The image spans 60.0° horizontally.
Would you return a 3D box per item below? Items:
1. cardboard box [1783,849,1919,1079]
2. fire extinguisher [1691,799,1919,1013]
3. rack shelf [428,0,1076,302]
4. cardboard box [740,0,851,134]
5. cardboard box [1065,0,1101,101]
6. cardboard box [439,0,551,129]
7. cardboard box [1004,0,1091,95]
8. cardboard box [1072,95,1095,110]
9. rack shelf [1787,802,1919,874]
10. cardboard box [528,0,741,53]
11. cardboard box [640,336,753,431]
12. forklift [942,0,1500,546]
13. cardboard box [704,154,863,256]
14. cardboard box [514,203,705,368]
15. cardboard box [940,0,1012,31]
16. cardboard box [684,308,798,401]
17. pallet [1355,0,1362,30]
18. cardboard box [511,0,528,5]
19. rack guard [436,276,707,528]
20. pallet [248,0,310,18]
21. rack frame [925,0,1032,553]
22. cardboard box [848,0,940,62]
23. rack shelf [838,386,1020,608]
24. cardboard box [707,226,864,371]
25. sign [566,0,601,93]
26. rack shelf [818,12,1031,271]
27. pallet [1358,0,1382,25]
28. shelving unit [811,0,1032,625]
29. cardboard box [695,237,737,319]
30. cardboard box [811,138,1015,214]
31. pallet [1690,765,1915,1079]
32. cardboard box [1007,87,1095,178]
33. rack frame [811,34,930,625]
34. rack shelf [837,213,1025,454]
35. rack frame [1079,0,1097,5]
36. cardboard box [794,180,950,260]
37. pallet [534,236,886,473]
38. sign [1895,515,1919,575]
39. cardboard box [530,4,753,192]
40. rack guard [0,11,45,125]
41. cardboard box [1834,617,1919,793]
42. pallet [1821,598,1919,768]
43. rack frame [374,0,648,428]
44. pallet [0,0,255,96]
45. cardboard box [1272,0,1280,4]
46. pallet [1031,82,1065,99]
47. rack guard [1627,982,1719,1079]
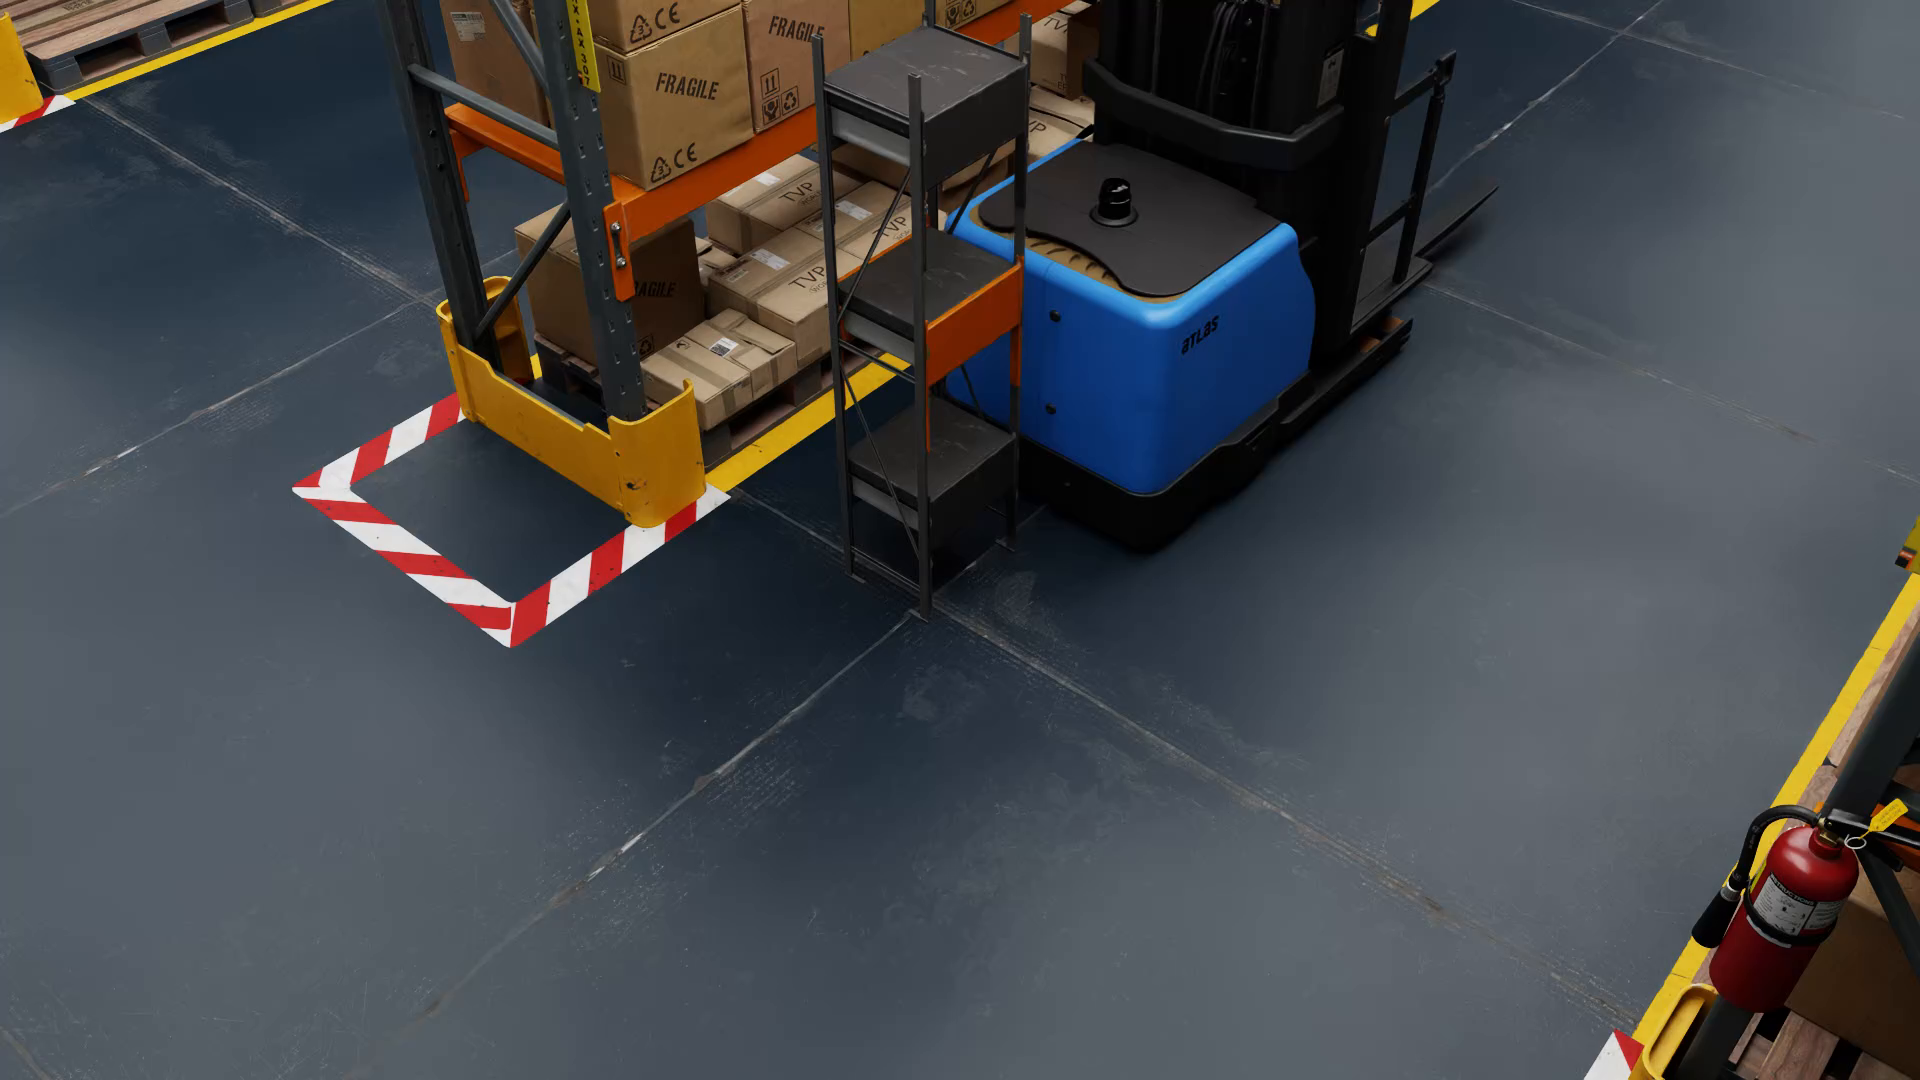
[{"bbox_3d":[2.603,1.071,4.389,0.700,0.500,0.500,29,50,28],"label":"cardboard box"},{"bbox_3d":[1.779,0.749,3.531,0.296,0.674,0.183,29,50,28],"label":"fire extinguisher"},{"bbox_3d":[-0.278,-2.202,6.976,1.077,0.370,4.000,29,50,28],"label":"rack shelf"},{"bbox_3d":[-0.750,-1.857,5.989,0.500,0.500,0.500,29,50,28],"label":"cardboard box"},{"bbox_3d":[0.860,-2.319,8.102,0.500,0.500,0.500,29,50,28],"label":"cardboard box"},{"bbox_3d":[-1.485,-1.823,5.951,0.500,0.500,0.500,31,51,30],"label":"cardboard box"},{"bbox_3d":[0.574,-2.543,8.489,0.500,0.311,0.500,29,50,28],"label":"cardboard box"},{"bbox_3d":[0.664,-1.970,7.979,0.380,0.149,0.250,29,50,28],"label":"cardboard box"},{"bbox_3d":[3.516,-0.059,4.620,1.077,0.370,4.000,29,50,28],"label":"rack shelf"},{"bbox_3d":[-1.078,-1.959,5.357,0.500,0.500,0.500,31,51,30],"label":"cardboard box"},{"bbox_3d":[-1.032,-0.613,6.486,0.380,0.149,0.250,29,50,28],"label":"cardboard box"},{"bbox_3d":[1.277,-1.979,6.248,1.130,2.935,3.031,30,50,29],"label":"forklift"},{"bbox_3d":[-0.769,-1.446,7.328,0.500,0.250,0.500,29,50,28],"label":"cardboard box"},{"bbox_3d":[-1.404,-1.062,6.720,0.500,0.500,0.500,29,50,28],"label":"cardboard box"},{"bbox_3d":[-0.101,-2.371,6.554,0.500,0.500,0.500,30,50,29],"label":"cardboard box"},{"bbox_3d":[-0.872,-0.748,6.622,0.380,0.166,0.250,29,50,28],"label":"cardboard box"},{"bbox_3d":[1.504,-2.901,9.284,1.003,0.211,1.213,29,50,28],"label":"pallet"},{"bbox_3d":[-1.489,-2.193,5.615,0.500,0.500,0.500,29,50,28],"label":"cardboard box"},{"bbox_3d":[-1.516,-0.552,6.486,1.175,0.500,0.348,29,50,28],"label":"rack guard"},{"bbox_3d":[-4.008,-3.586,10.037,1.003,0.211,1.213,29,50,28],"label":"pallet"},{"bbox_3d":[0.050,-0.817,5.588,0.400,2.100,0.015,29,50,28],"label":"rack frame"},{"bbox_3d":[-0.424,-2.114,6.271,0.500,0.500,0.500,29,50,28],"label":"cardboard box"},{"bbox_3d":[-0.107,-0.164,5.930,0.431,0.518,0.480,29,50,28],"label":"rack shelf"},{"bbox_3d":[-0.676,-0.998,6.835,0.500,0.250,0.500,29,50,28],"label":"cardboard box"},{"bbox_3d":[-1.150,-1.523,5.052,0.100,0.325,0.005,29,50,28],"label":"sign"},{"bbox_3d":[-0.107,-1.199,4.988,0.431,0.518,0.480,29,50,28],"label":"rack shelf"},{"bbox_3d":[2.289,-3.532,9.978,1.003,0.211,1.213,29,50,28],"label":"pallet"},{"bbox_3d":[-0.107,-0.692,5.450,0.431,2.100,0.503,29,50,28],"label":"shelving unit"},{"bbox_3d":[-1.074,-1.109,7.019,0.380,0.166,0.250,29,50,28],"label":"cardboard box"},{"bbox_3d":[-0.196,-1.767,7.492,0.797,0.503,0.637,29,50,28],"label":"cardboard box"},{"bbox_3d":[2.684,1.291,4.673,1.003,0.211,1.213,29,50,28],"label":"pallet"},{"bbox_3d":[0.377,-1.863,7.741,0.500,0.311,0.500,29,50,28],"label":"cardboard box"},{"bbox_3d":[-0.264,-0.566,5.312,0.400,2.100,0.015,29,50,28],"label":"rack frame"},{"bbox_3d":[-0.107,-0.682,5.459,0.431,0.518,0.480,29,50,28],"label":"rack shelf"},{"bbox_3d":[1.009,-3.498,7.867,1.000,3.000,0.127,29,50,28],"label":"rack frame"},{"bbox_3d":[-0.354,-1.255,7.118,0.500,0.250,0.500,29,50,28],"label":"cardboard box"},{"bbox_3d":[-1.004,-0.856,7.035,1.003,0.211,1.213,29,50,28],"label":"pallet"},{"bbox_3d":[1.823,-0.053,3.042,0.100,0.325,0.005,29,50,28],"label":"sign"},{"bbox_3d":[-1.078,-1.589,5.694,0.500,0.500,0.500,31,50,29],"label":"cardboard box"},{"bbox_3d":[-5.359,-2.642,8.784,1.175,0.500,0.348,29,50,28],"label":"rack guard"},{"bbox_3d":[2.549,0.327,3.438,0.980,0.700,0.700,32,51,30],"label":"cardboard box"},{"bbox_3d":[3.469,0.666,5.361,1.003,0.211,1.213,29,50,28],"label":"pallet"},{"bbox_3d":[-1.565,-1.438,5.602,1.000,3.000,0.127,29,50,28],"label":"rack frame"},{"bbox_3d":[-4.793,-2.961,9.349,1.003,0.211,1.213,29,50,28],"label":"pallet"},{"bbox_3d":[1.507,-2.879,8.718,0.500,0.500,0.500,27,49,27],"label":"cardboard box"},{"bbox_3d":[0.567,-2.113,8.417,1.003,0.211,1.213,29,50,28],"label":"pallet"},{"bbox_3d":[2.213,1.642,4.072,1.175,0.500,0.348,29,50,28],"label":"rack guard"}]
